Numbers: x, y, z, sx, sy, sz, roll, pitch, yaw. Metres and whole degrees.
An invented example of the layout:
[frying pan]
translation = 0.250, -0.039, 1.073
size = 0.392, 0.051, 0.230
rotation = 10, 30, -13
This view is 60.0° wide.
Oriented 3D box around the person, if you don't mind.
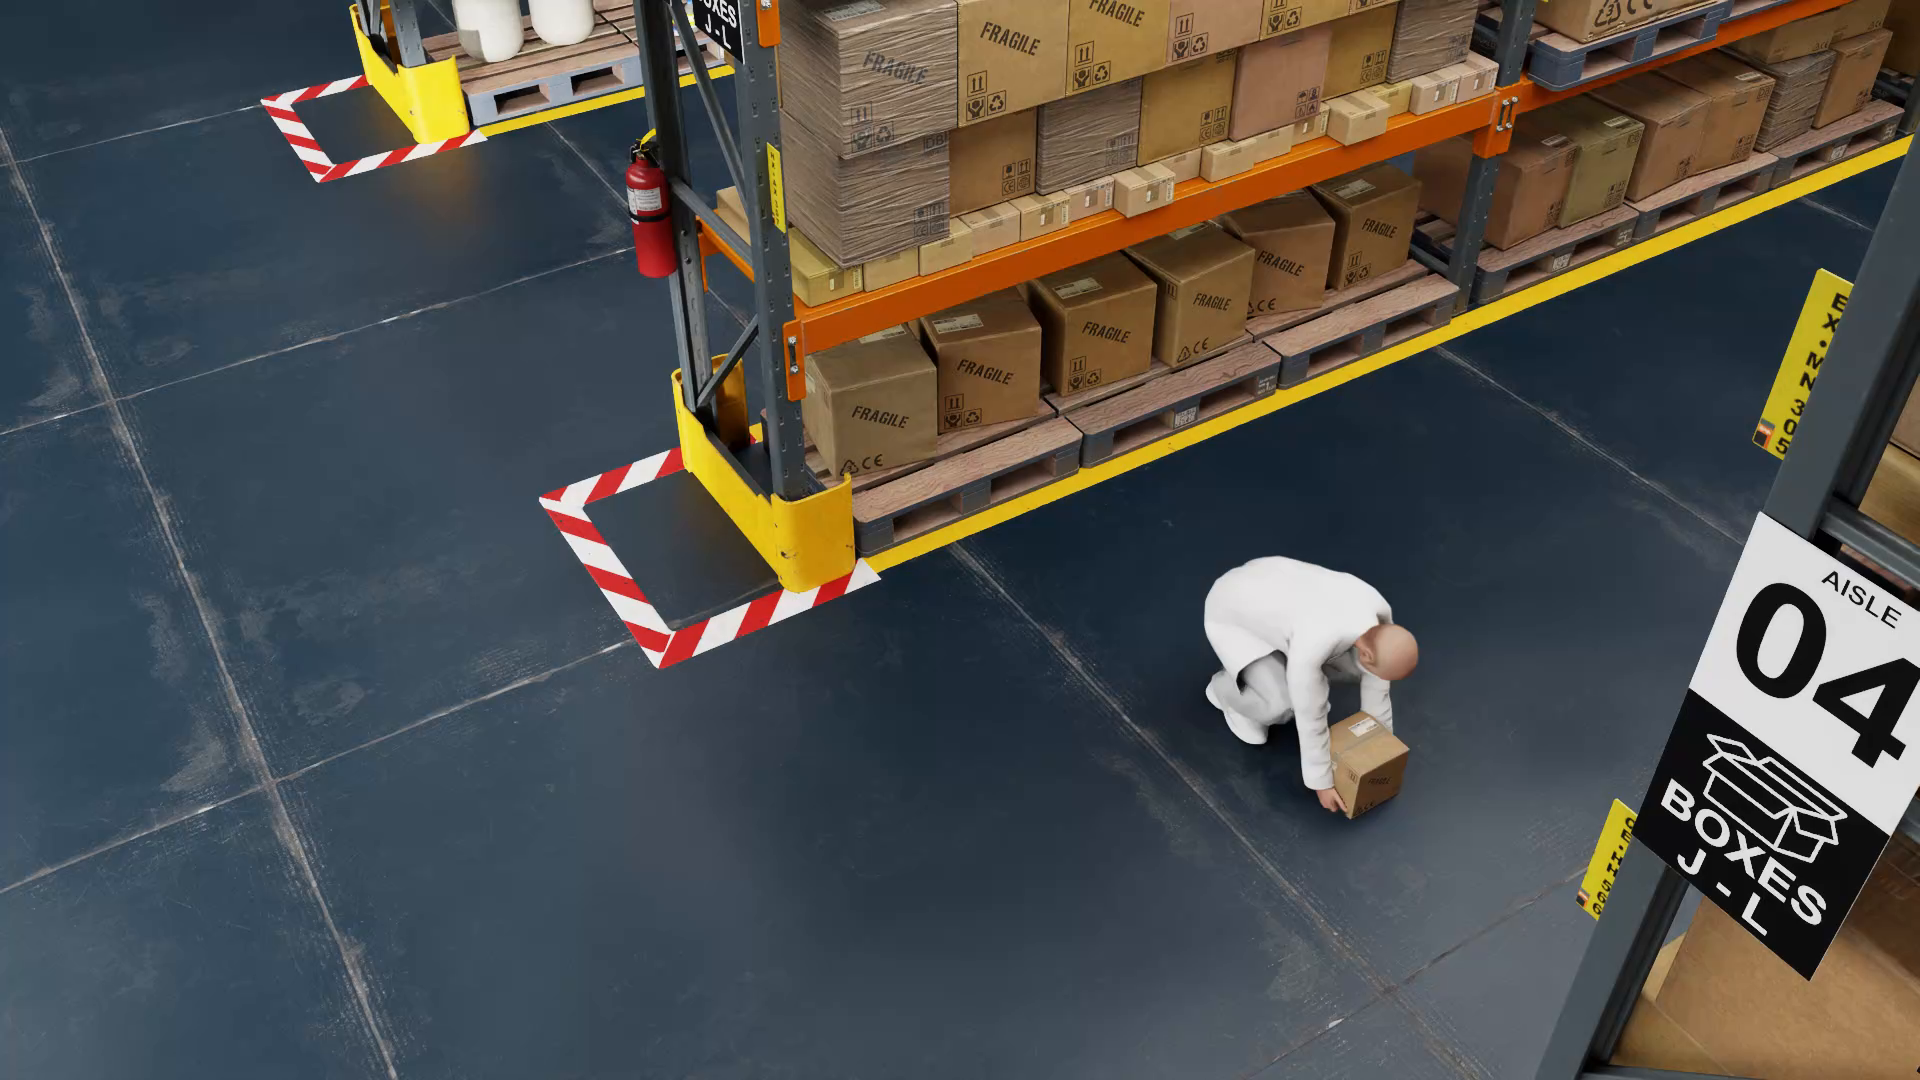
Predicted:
[person]
translation = 1.323, 0.492, 6.418
size = 0.579, 0.831, 0.928
rotation = -23, 45, -25
